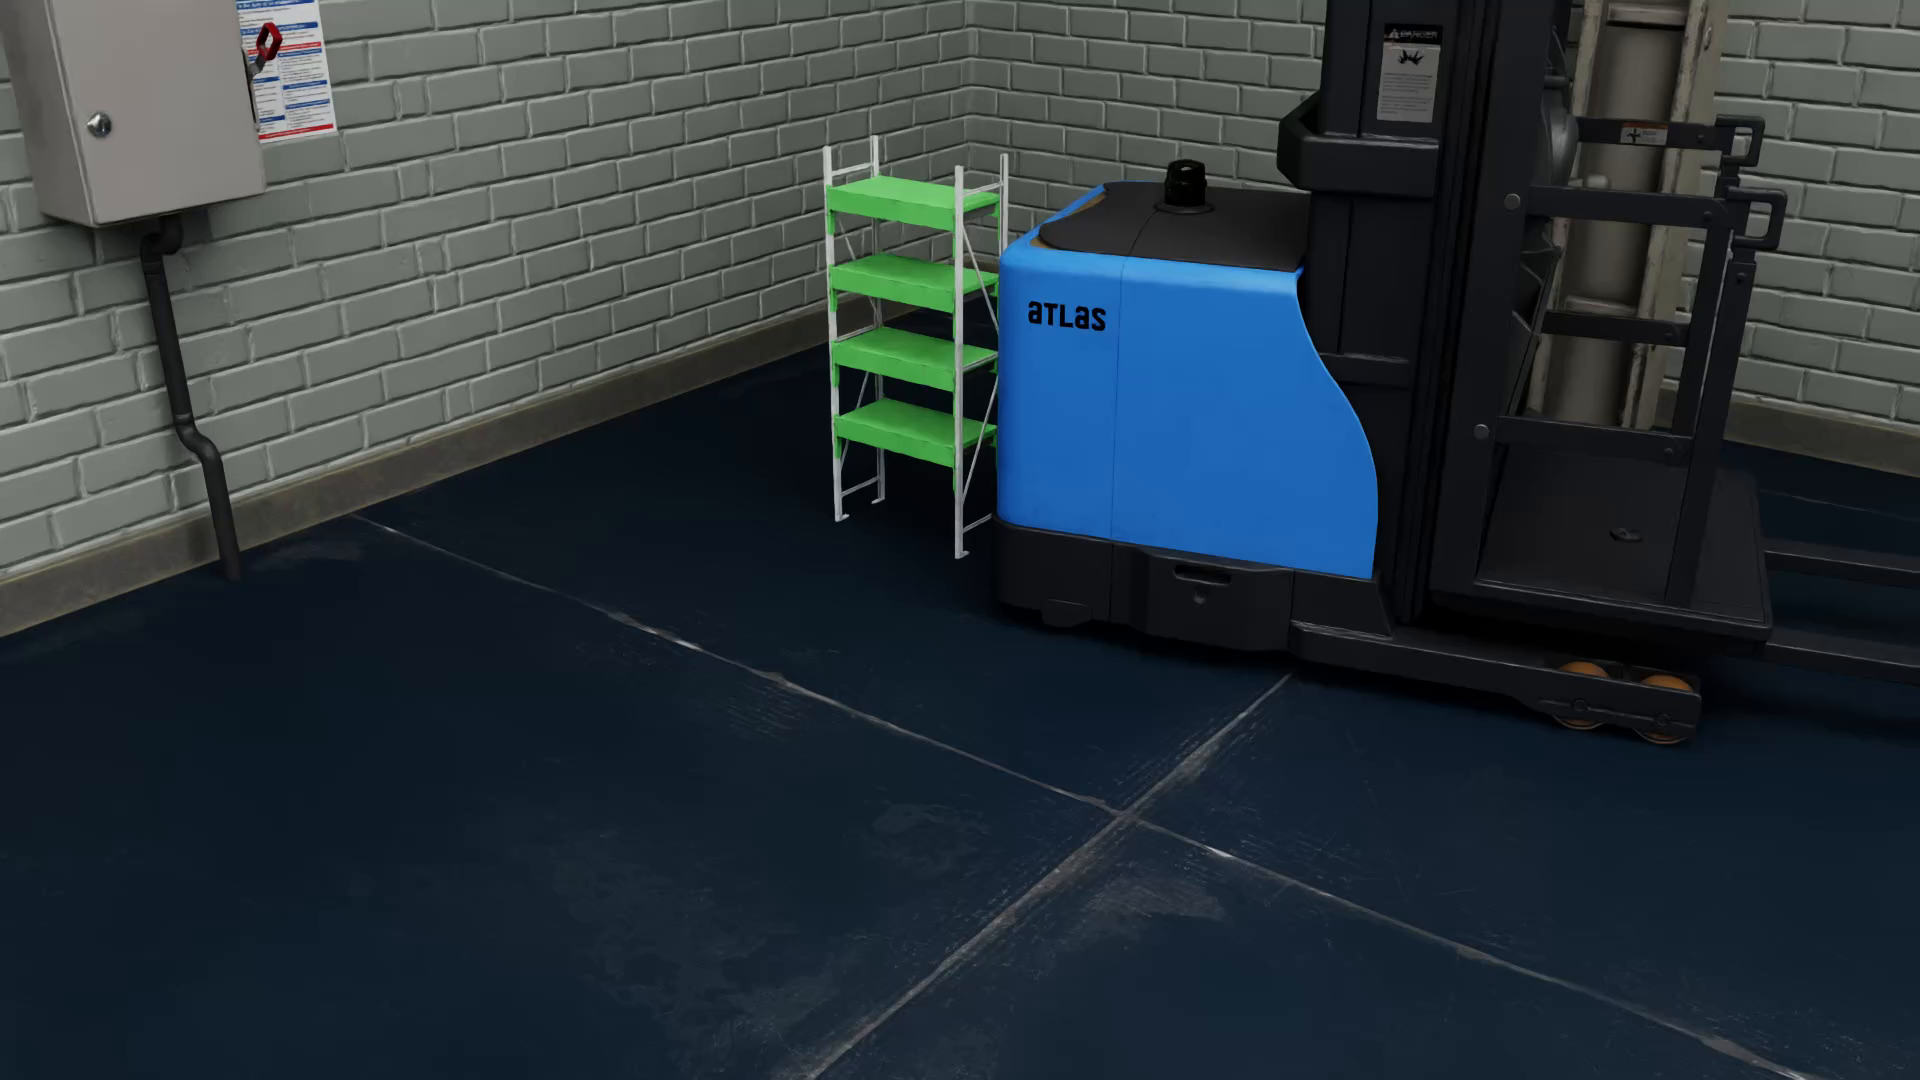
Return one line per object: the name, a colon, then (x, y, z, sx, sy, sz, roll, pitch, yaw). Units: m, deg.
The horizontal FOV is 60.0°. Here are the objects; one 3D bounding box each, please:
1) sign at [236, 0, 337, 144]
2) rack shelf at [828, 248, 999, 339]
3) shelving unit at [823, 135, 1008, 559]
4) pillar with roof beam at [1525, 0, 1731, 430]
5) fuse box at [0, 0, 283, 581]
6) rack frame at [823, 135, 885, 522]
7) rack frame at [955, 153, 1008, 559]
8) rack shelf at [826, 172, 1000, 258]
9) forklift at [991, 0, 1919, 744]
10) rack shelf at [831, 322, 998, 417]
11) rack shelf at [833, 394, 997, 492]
sign: (-2.013, -1.430, 4.893, 0.001, 0.494, 0.329, 17, 29, 33)
rack shelf: (-0.132, -0.750, 5.028, 0.480, 0.148, 0.258, 17, 29, 33)
shelving unit: (-0.132, -0.589, 5.099, 0.503, 1.200, 0.258, 17, 29, 33)
pillar with roof beam: (-0.219, -3.167, 1.278, 0.400, 9.000, 9.100, 17, 29, 33)
fuse box: (-2.144, -0.674, 4.659, 0.414, 1.711, 0.539, 17, 29, 33)
rack frame: (-0.328, -0.648, 5.233, 0.015, 1.200, 0.240, 17, 29, 33)
rack frame: (0.063, -0.530, 4.965, 0.015, 1.200, 0.240, 17, 29, 33)
rack shelf: (-0.132, -0.970, 4.931, 0.480, 0.148, 0.258, 17, 29, 33)
forklift: (1.658, -1.080, 4.066, 3.031, 2.935, 1.130, 9, 25, 19)
rack shelf: (-0.132, -0.531, 5.125, 0.480, 0.148, 0.258, 17, 29, 33)
rack shelf: (-0.132, -0.311, 5.221, 0.480, 0.148, 0.258, 17, 29, 33)
